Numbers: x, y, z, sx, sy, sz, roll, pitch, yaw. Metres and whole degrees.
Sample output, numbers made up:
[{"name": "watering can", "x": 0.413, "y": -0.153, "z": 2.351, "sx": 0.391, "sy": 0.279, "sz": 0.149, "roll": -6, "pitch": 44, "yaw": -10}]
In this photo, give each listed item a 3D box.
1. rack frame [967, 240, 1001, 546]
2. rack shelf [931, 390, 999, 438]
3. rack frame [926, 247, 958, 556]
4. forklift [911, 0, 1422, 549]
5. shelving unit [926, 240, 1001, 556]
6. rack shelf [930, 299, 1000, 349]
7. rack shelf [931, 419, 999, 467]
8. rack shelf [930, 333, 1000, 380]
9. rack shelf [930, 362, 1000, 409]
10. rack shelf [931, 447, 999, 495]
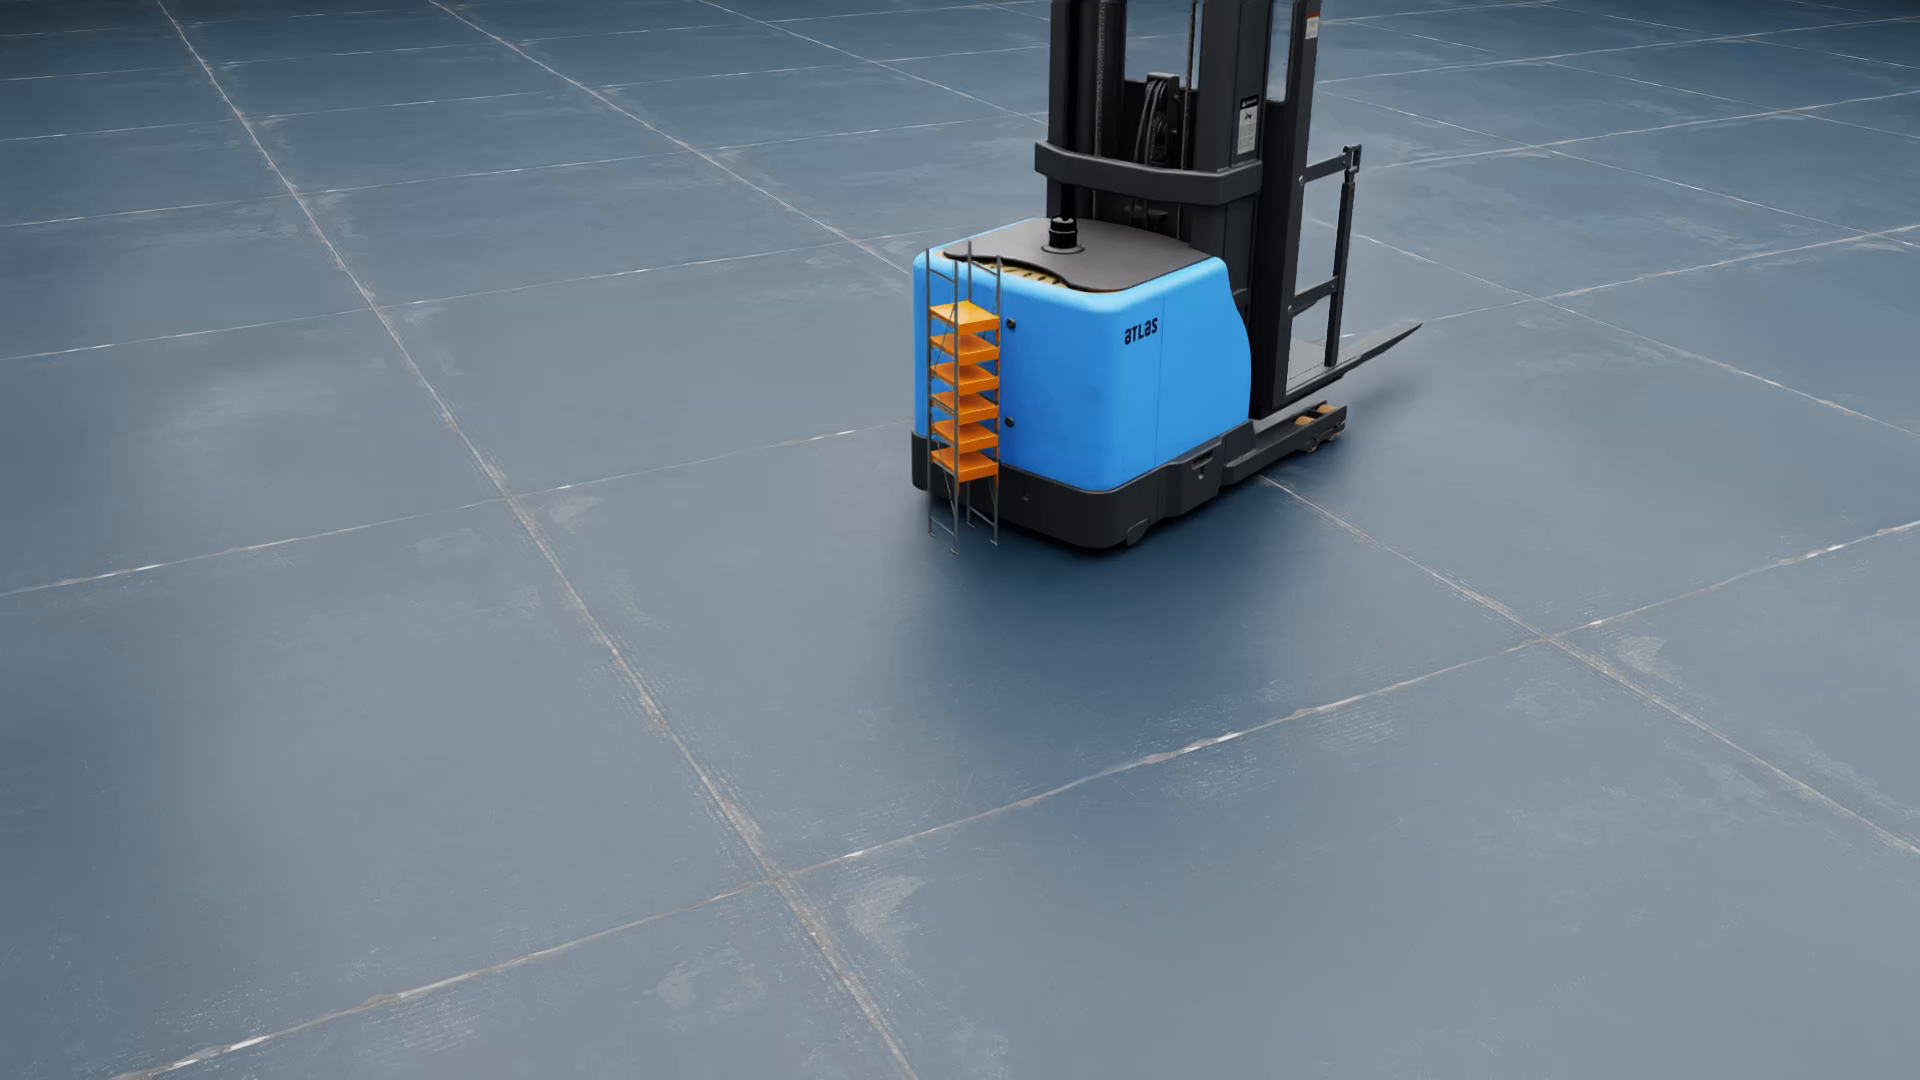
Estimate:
[{"name": "rack frame", "x": 0.091, "y": -0.562, "z": 6.535, "sx": 0.006, "sy": 1.200, "sz": 0.240, "roll": -14, "pitch": 29, "yaw": -26}, {"name": "rack shelf", "x": 0.011, "y": -0.503, "z": 6.514, "sx": 0.180, "sy": 0.103, "sz": 0.258, "roll": -14, "pitch": 29, "yaw": -26}, {"name": "rack frame", "x": -0.069, "y": -0.524, "z": 6.454, "sx": 0.006, "sy": 1.200, "sz": 0.240, "roll": -14, "pitch": 29, "yaw": -26}, {"name": "forklift", "x": 1.141, "y": -1.846, "z": 7.208, "sx": 1.130, "sy": 2.935, "sz": 3.031, "roll": 21, "pitch": 32, "yaw": 36}, {"name": "shelving unit", "x": 0.011, "y": -0.543, "z": 6.495, "sx": 0.189, "sy": 1.200, "sz": 0.258, "roll": -14, "pitch": 29, "yaw": -26}, {"name": "rack shelf", "x": 0.011, "y": -0.827, "z": 6.358, "sx": 0.180, "sy": 0.103, "sz": 0.258, "roll": -14, "pitch": 29, "yaw": -26}, {"name": "rack shelf", "x": 0.011, "y": -0.395, "z": 6.566, "sx": 0.180, "sy": 0.103, "sz": 0.258, "roll": -14, "pitch": 29, "yaw": -26}, {"name": "rack shelf", "x": 0.011, "y": -0.719, "z": 6.410, "sx": 0.180, "sy": 0.103, "sz": 0.258, "roll": -14, "pitch": 29, "yaw": -26}, {"name": "rack shelf", "x": 0.011, "y": -0.611, "z": 6.462, "sx": 0.180, "sy": 0.103, "sz": 0.258, "roll": -14, "pitch": 29, "yaw": -26}, {"name": "rack shelf", "x": 0.011, "y": -0.287, "z": 6.618, "sx": 0.180, "sy": 0.103, "sz": 0.258, "roll": -14, "pitch": 29, "yaw": -26}]
